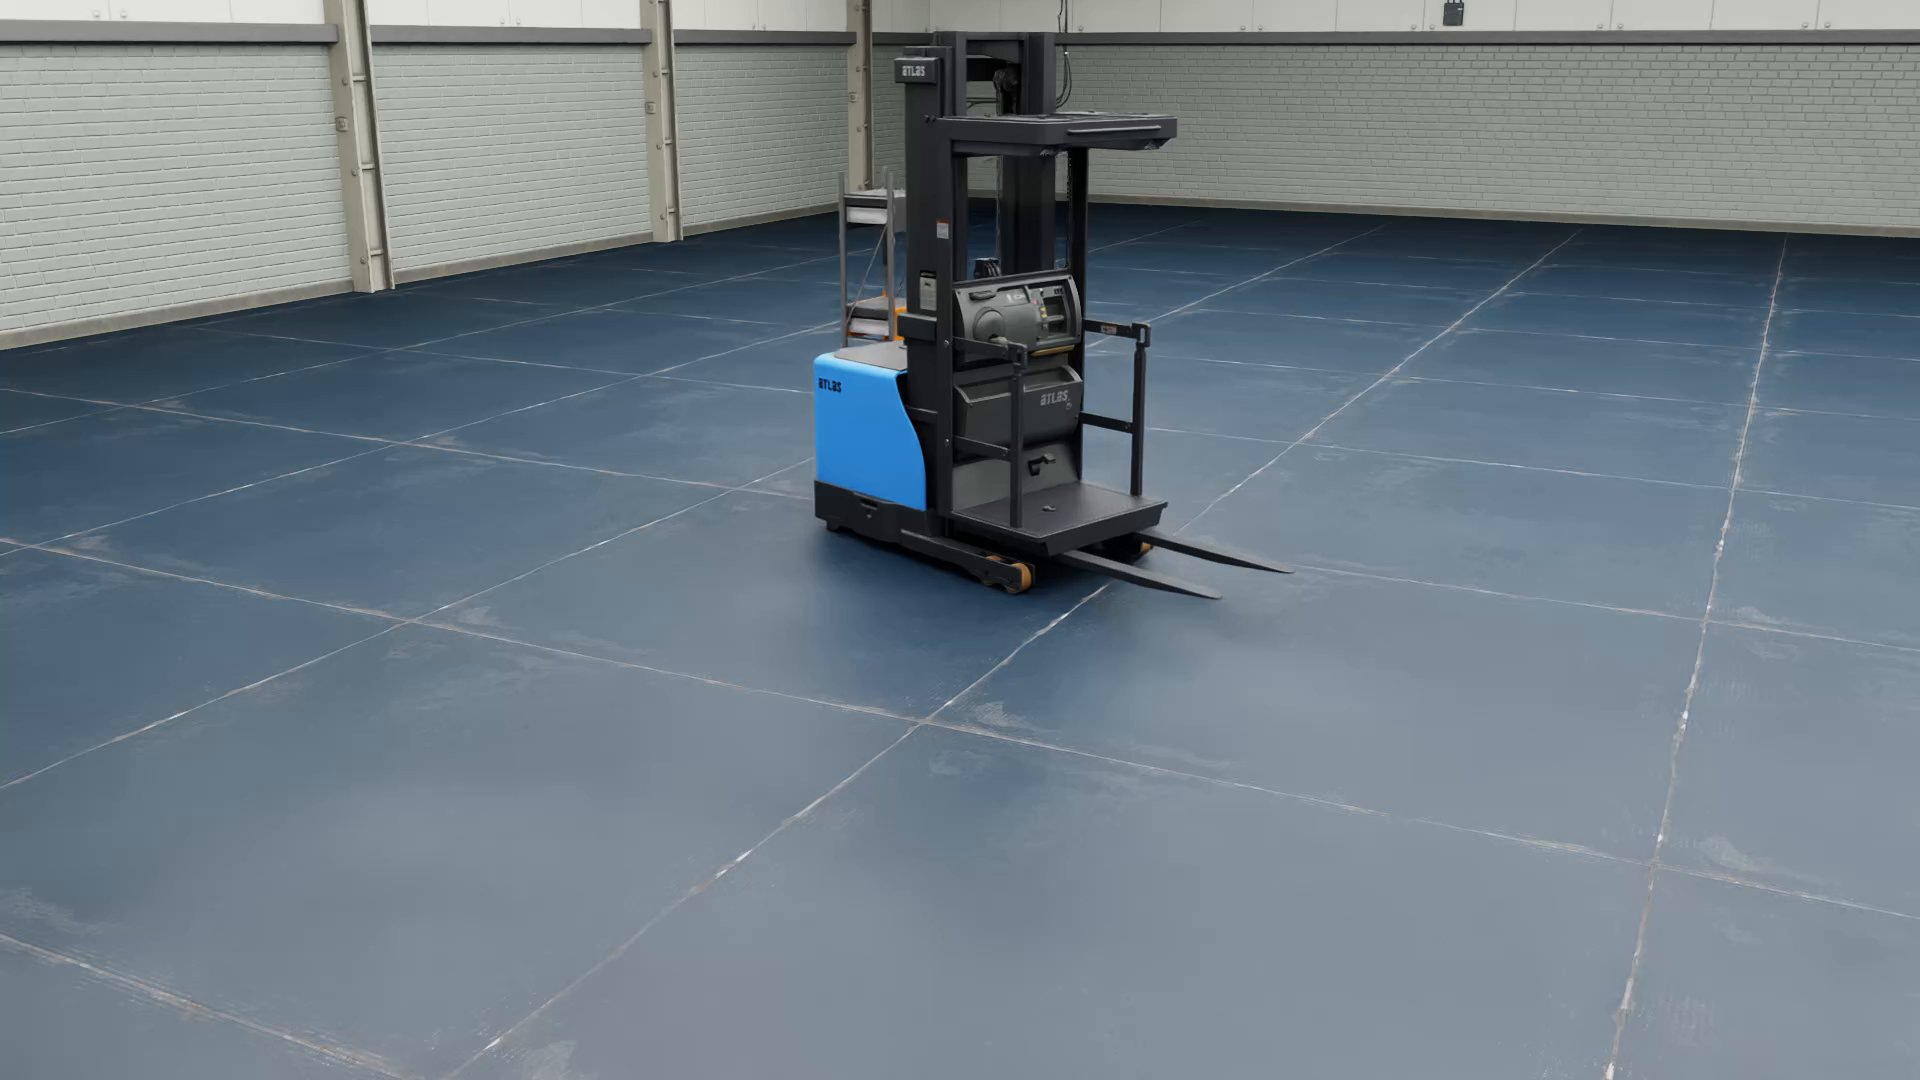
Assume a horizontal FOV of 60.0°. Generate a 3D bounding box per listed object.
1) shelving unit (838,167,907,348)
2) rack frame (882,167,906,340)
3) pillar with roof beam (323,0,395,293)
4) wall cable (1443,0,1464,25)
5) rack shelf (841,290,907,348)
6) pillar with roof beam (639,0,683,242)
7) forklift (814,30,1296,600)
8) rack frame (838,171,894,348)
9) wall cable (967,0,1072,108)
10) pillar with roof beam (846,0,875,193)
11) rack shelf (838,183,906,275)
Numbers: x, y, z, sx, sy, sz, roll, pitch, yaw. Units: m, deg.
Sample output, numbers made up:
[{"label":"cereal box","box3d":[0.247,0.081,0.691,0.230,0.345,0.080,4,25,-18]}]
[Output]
[{"label":"shelving unit","box3d":[-0.461,-1.337,10.837,0.431,2.100,0.503,10,19,30]},{"label":"rack frame","box3d":[-0.332,-1.396,11.035,0.400,2.100,0.015,10,19,30]},{"label":"pillar with roof beam","box3d":[-3.308,-6.822,17.189,9.100,9.000,0.400,8,18,25]},{"label":"wall cable","box3d":[9.188,-11.427,26.720,2.305,6.003,0.169,8,18,25]},{"label":"rack shelf","box3d":[-0.461,-1.324,10.841,0.431,0.518,0.480,10,19,30]},{"label":"pillar with roof beam","box3d":[-0.627,-8.351,22.334,9.100,9.000,0.400,8,18,25]},{"label":"forklift","box3d":[0.478,-1.279,9.183,1.130,2.935,3.031,-15,22,-41]},{"label":"rack frame","box3d":[-0.589,-1.278,10.638,0.400,2.100,0.015,10,19,30]},{"label":"wall cable","box3d":[0.702,-9.520,31.726,3.097,2.526,0.112,8,18,25]},{"label":"pillar with roof beam","box3d":[2.054,-9.879,27.480,9.100,9.000,0.400,8,18,25]},{"label":"rack shelf","box3d":[-0.461,-1.995,10.641,0.431,0.518,0.480,10,19,30]}]
